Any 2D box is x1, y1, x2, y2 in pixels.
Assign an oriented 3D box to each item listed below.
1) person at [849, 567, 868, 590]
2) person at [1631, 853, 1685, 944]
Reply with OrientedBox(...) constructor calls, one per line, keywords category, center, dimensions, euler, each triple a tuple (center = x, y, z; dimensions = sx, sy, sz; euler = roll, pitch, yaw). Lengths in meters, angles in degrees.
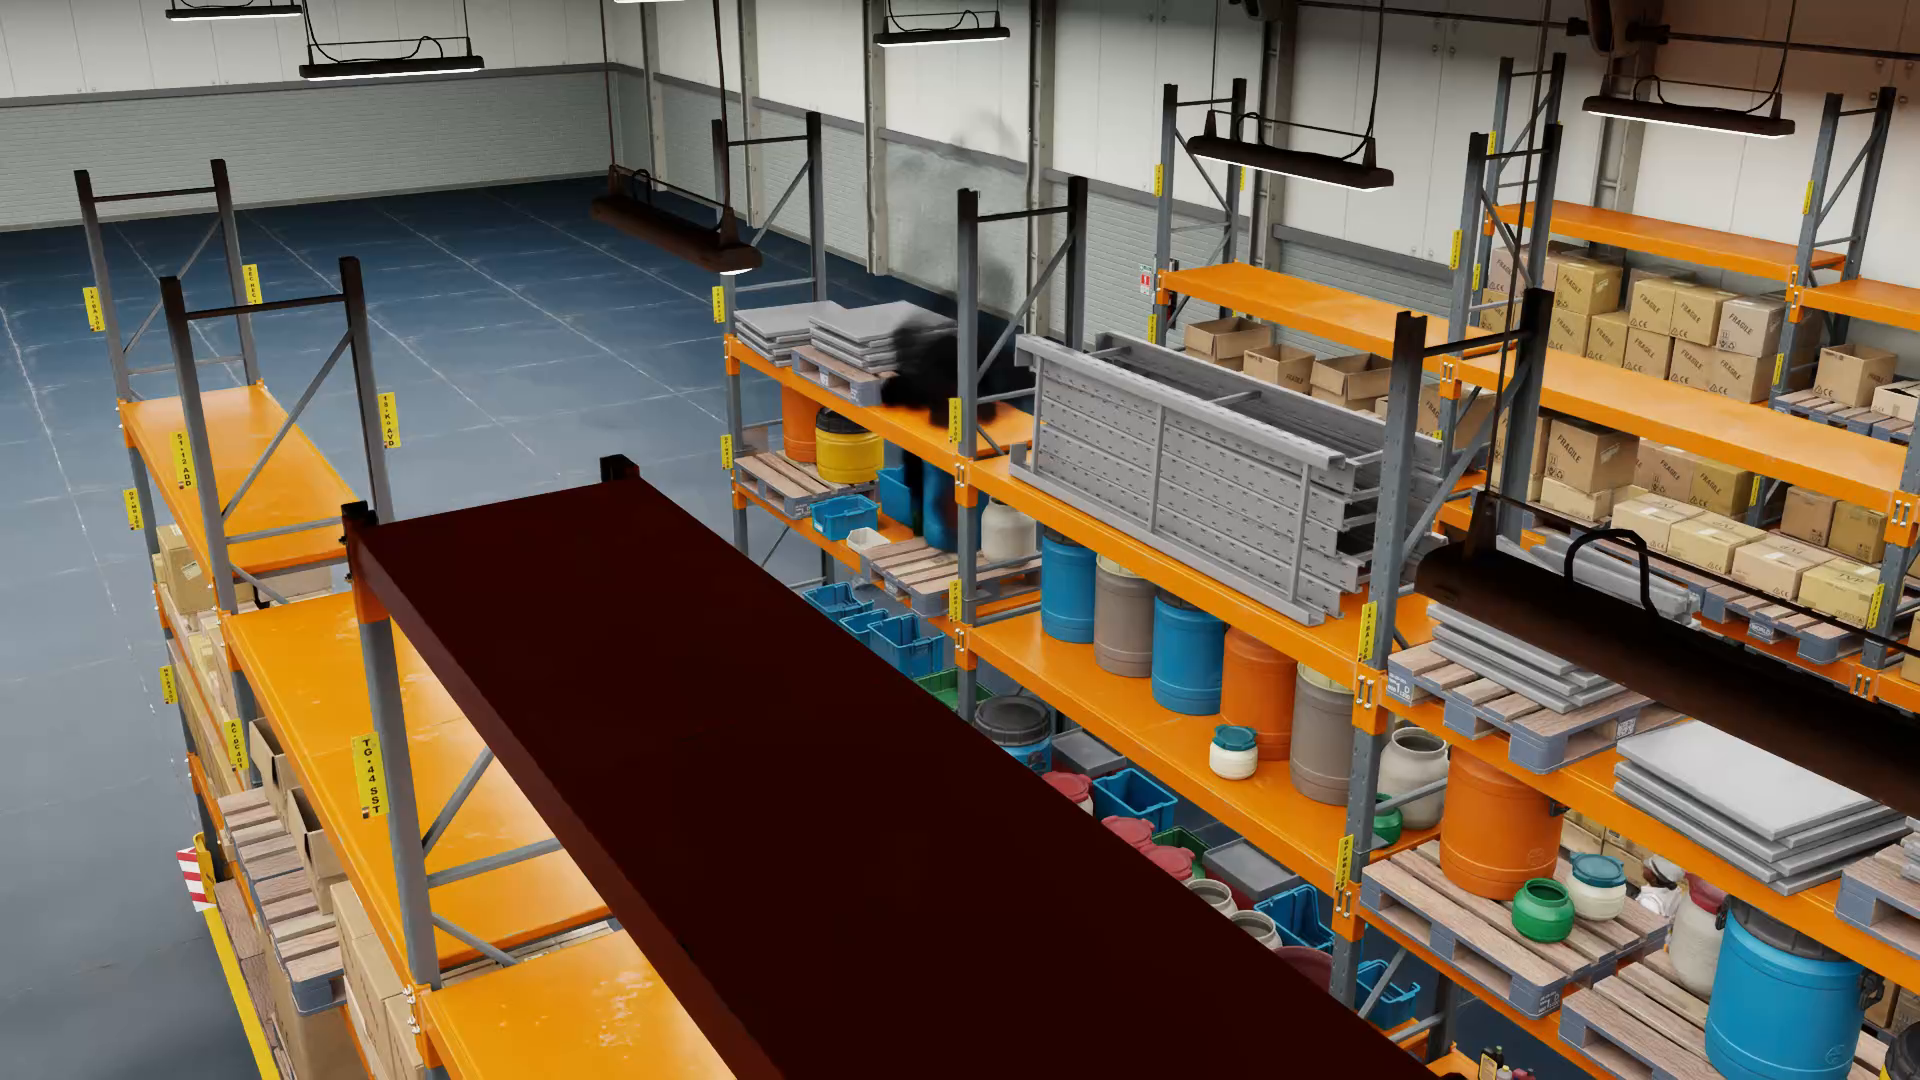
OrientedBox(category="person", center=(-1.281, -0.240, 19.730), dimensions=(0.653, 1.686, 0.622), euler=(-1, 22, -2))
OrientedBox(category="person", center=(4.916, 2.958, 11.839), dimensions=(0.582, 1.660, 0.578), euler=(-18, 28, -38))
